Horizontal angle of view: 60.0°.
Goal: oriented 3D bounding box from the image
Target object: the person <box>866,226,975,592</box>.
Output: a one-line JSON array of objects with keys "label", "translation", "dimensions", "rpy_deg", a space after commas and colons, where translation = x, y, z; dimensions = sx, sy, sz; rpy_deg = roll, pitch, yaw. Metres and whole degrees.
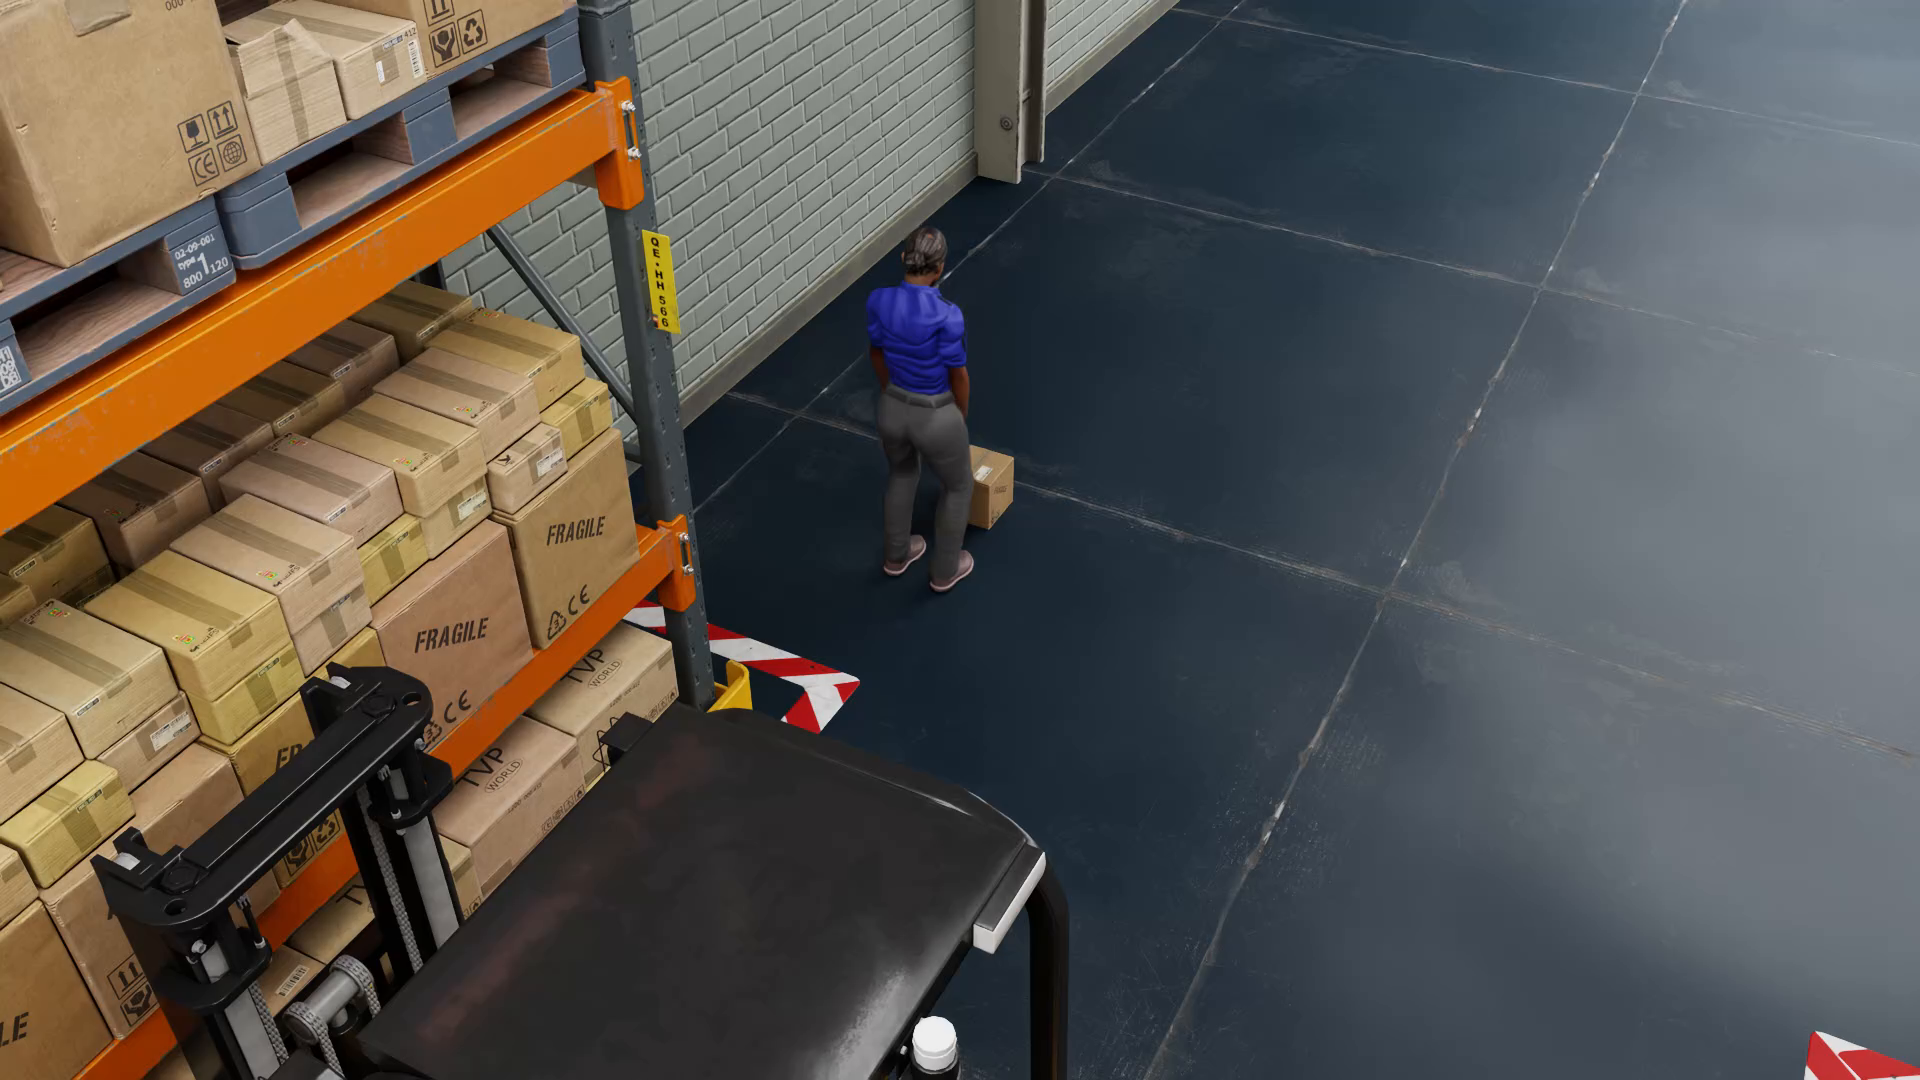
[{"label": "person", "translation": [-0.169, -0.518, 6.858], "dimensions": [0.453, 1.618, 0.367], "rpy_deg": [19, 42, 22]}]
